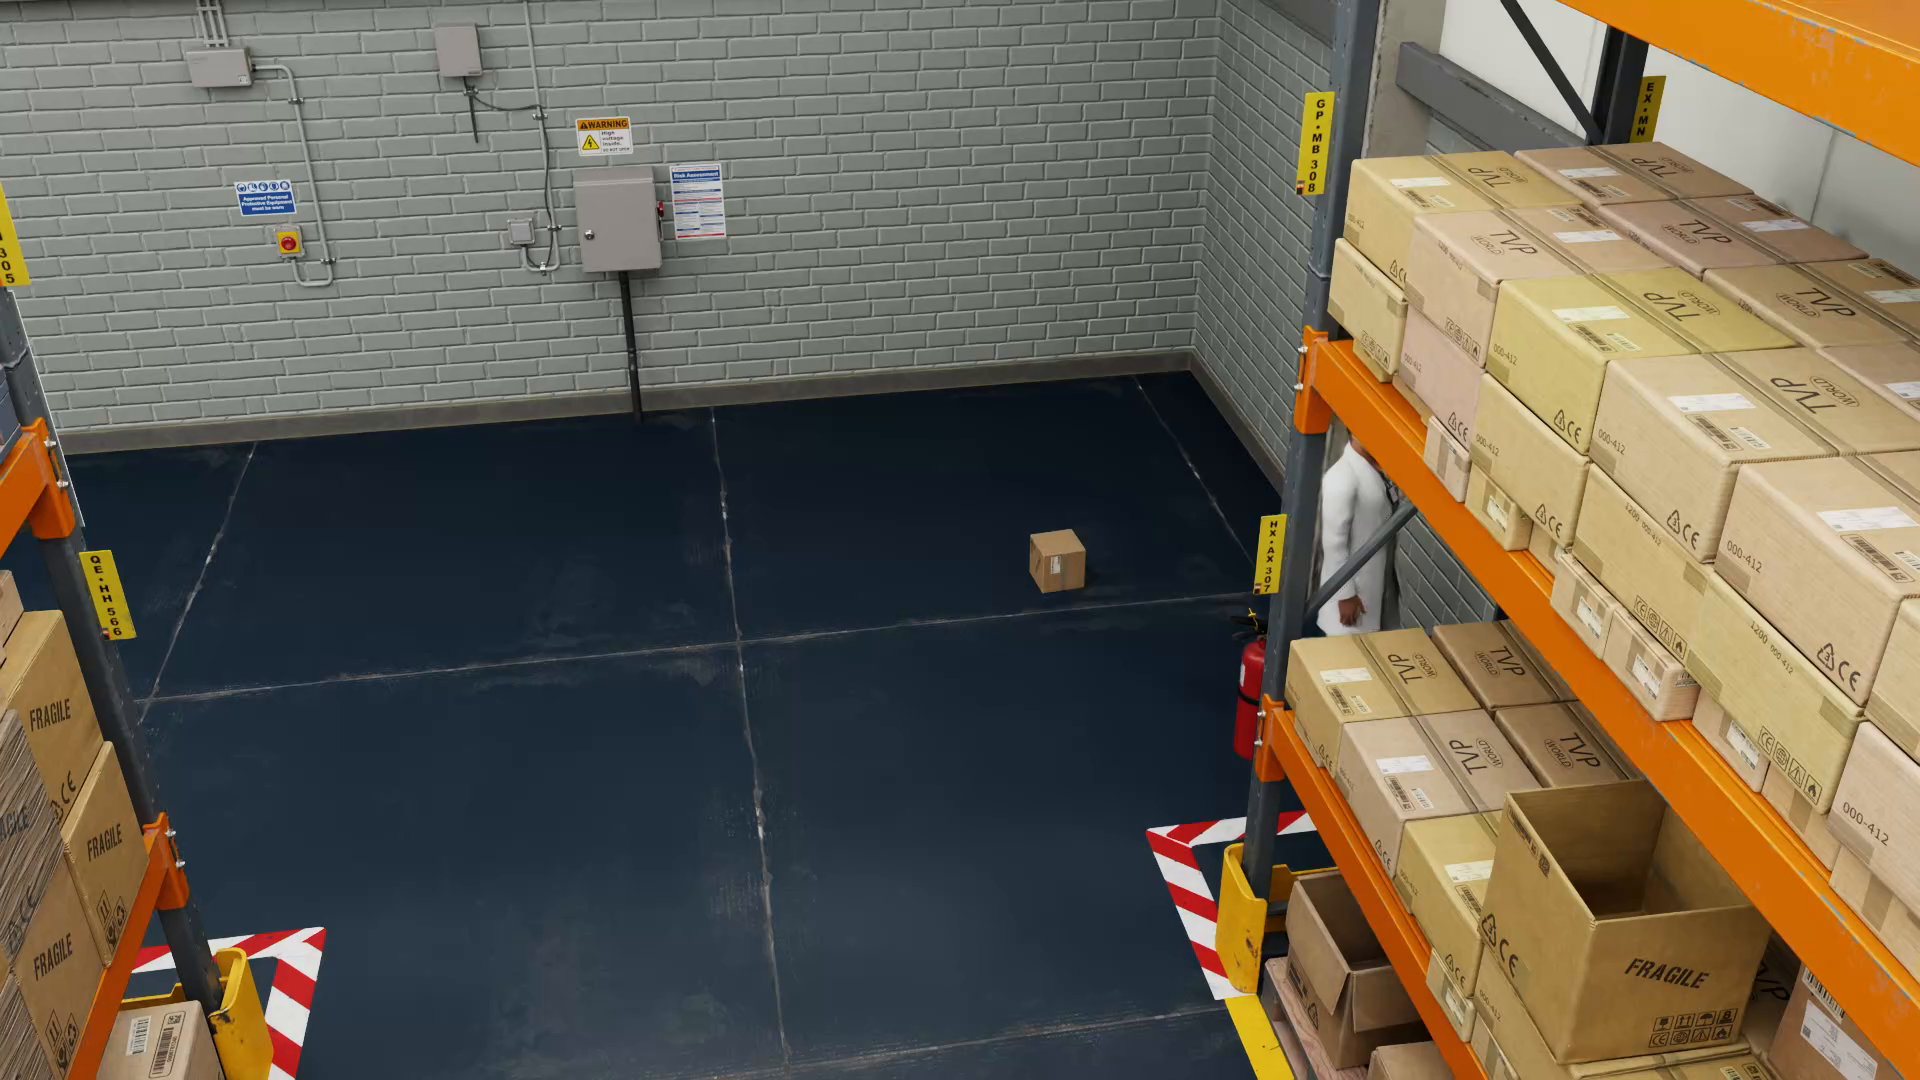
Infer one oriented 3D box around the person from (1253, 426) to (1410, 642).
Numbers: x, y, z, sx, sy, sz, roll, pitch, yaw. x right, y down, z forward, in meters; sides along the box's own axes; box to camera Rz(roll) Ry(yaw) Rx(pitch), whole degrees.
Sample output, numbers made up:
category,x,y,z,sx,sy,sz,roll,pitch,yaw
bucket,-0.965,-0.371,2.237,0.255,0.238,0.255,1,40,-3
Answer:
category,x,y,z,sx,sy,sz,roll,pitch,yaw
person,1.831,0.149,7.866,0.835,1.753,0.588,19,36,30
